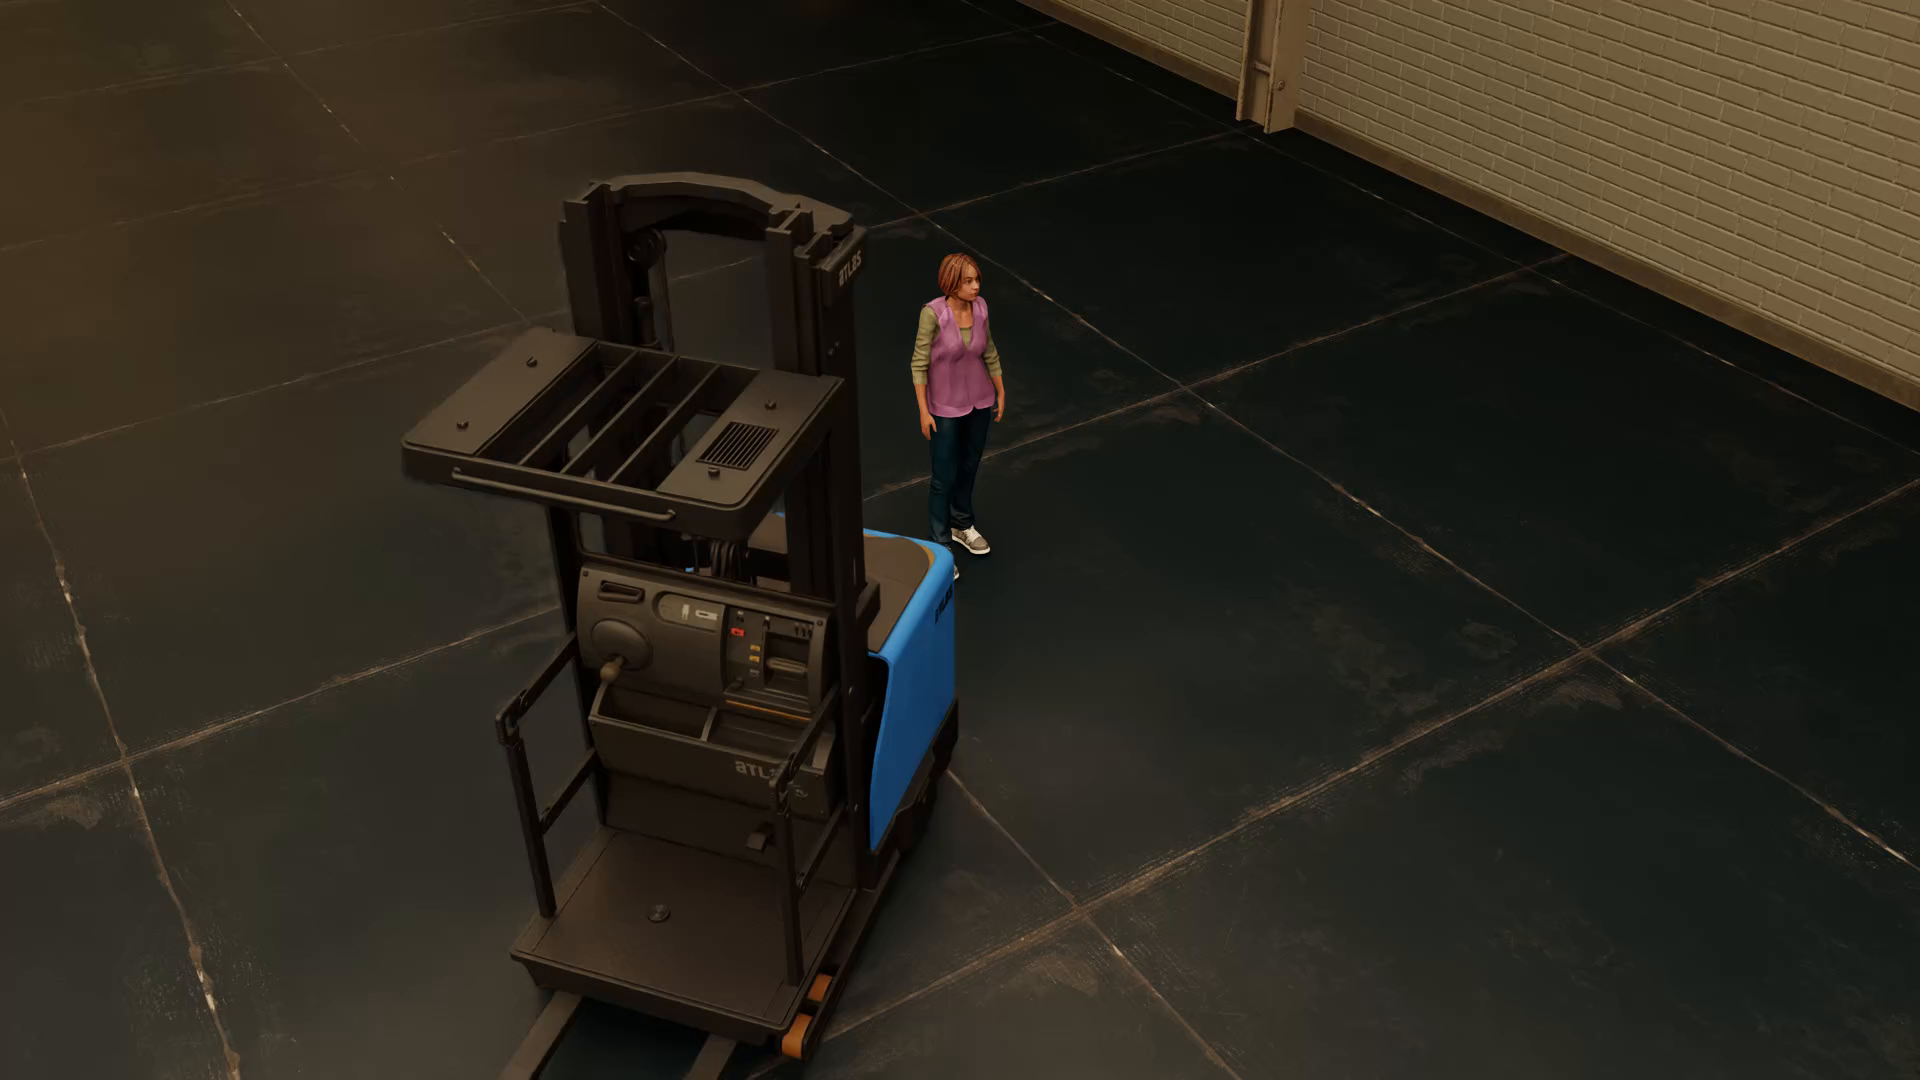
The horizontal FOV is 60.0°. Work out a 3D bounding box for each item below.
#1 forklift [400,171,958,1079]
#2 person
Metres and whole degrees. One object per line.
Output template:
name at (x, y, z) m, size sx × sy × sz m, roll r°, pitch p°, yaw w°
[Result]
forklift at (-0.961, 0.413, 5.559) m, size 1.130 × 2.935 × 3.031 m, roll 11°, pitch 37°, yaw 15°
person at (0.028, -0.619, 8.177) m, size 0.520 × 1.596 × 0.476 m, roll -21°, pitch 40°, yaw -27°
